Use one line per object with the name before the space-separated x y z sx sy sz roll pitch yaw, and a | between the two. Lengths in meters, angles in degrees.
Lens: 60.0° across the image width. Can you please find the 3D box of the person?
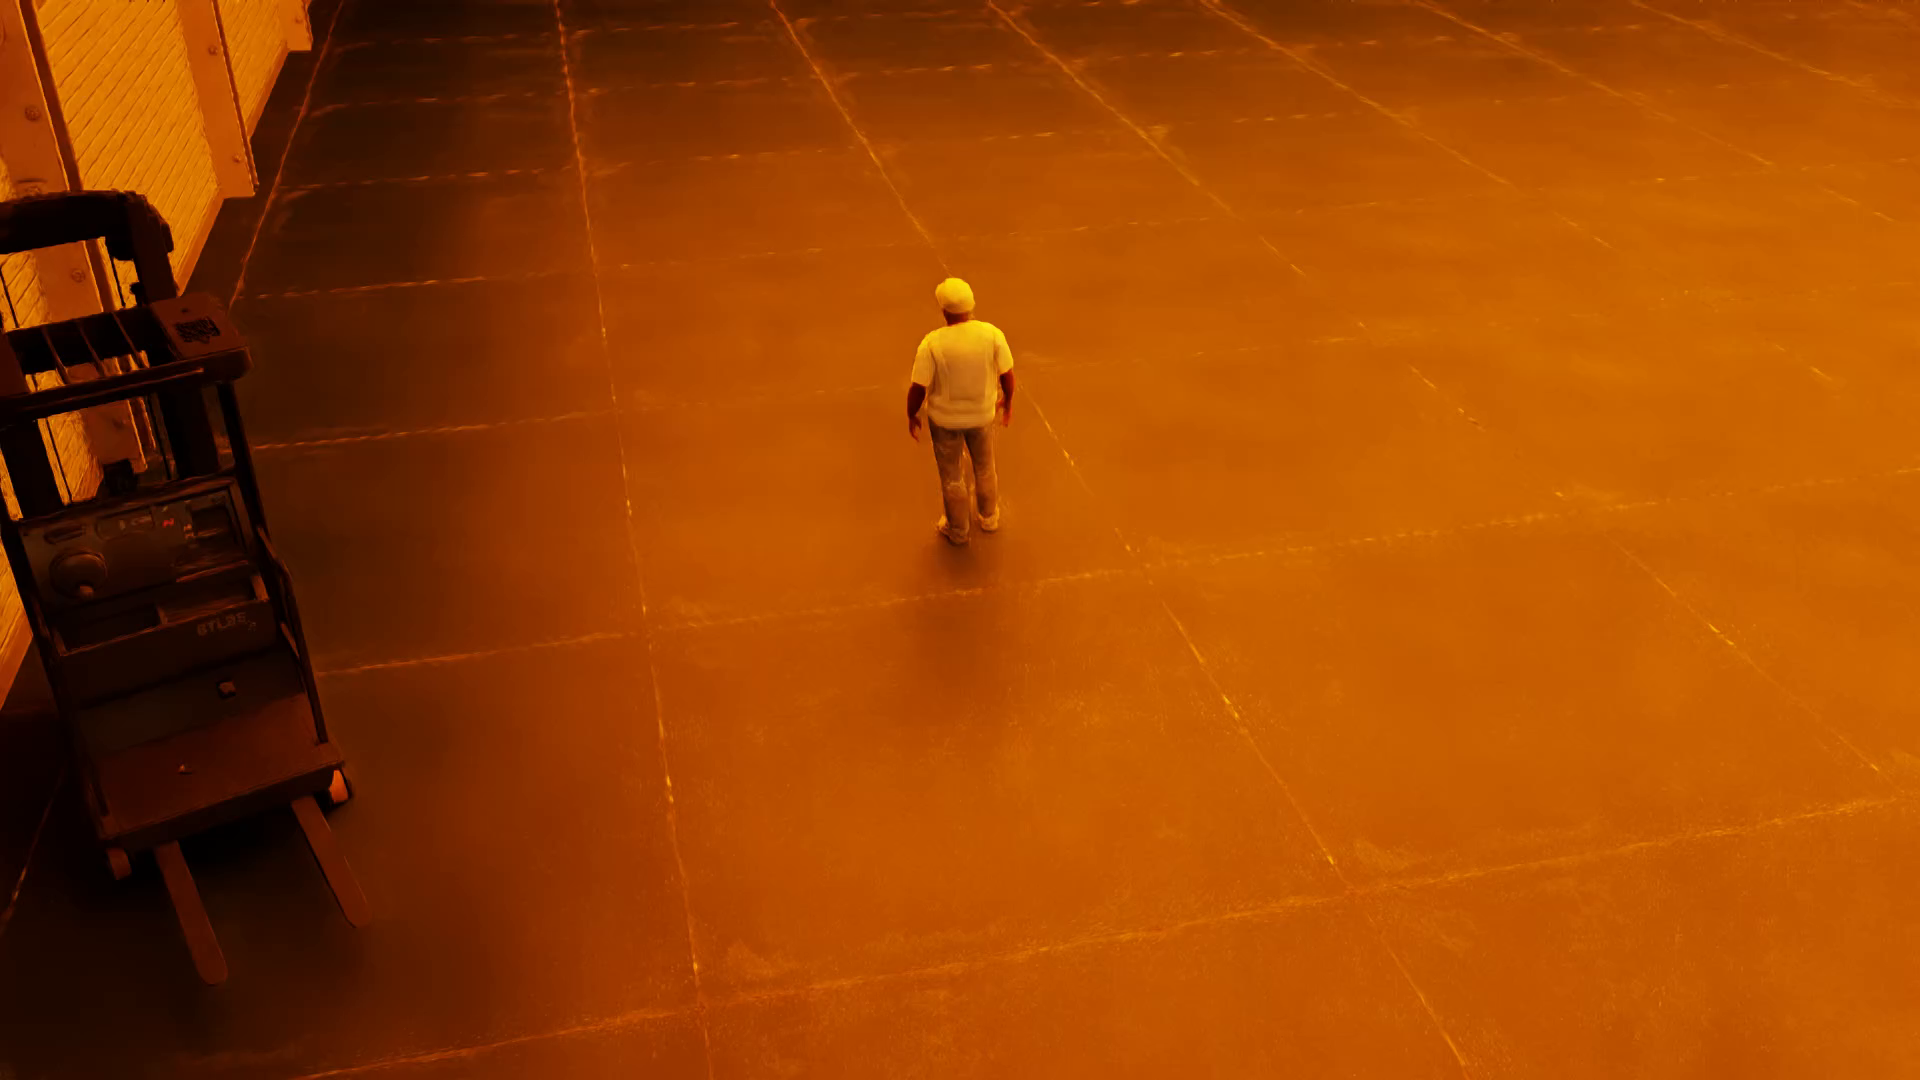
person | -0.011 -0.805 10.114 0.665 1.766 0.576 -7 31 -12

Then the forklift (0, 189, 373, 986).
forklift | -3.658 0.044 7.499 1.130 2.935 3.031 -18 35 -29
